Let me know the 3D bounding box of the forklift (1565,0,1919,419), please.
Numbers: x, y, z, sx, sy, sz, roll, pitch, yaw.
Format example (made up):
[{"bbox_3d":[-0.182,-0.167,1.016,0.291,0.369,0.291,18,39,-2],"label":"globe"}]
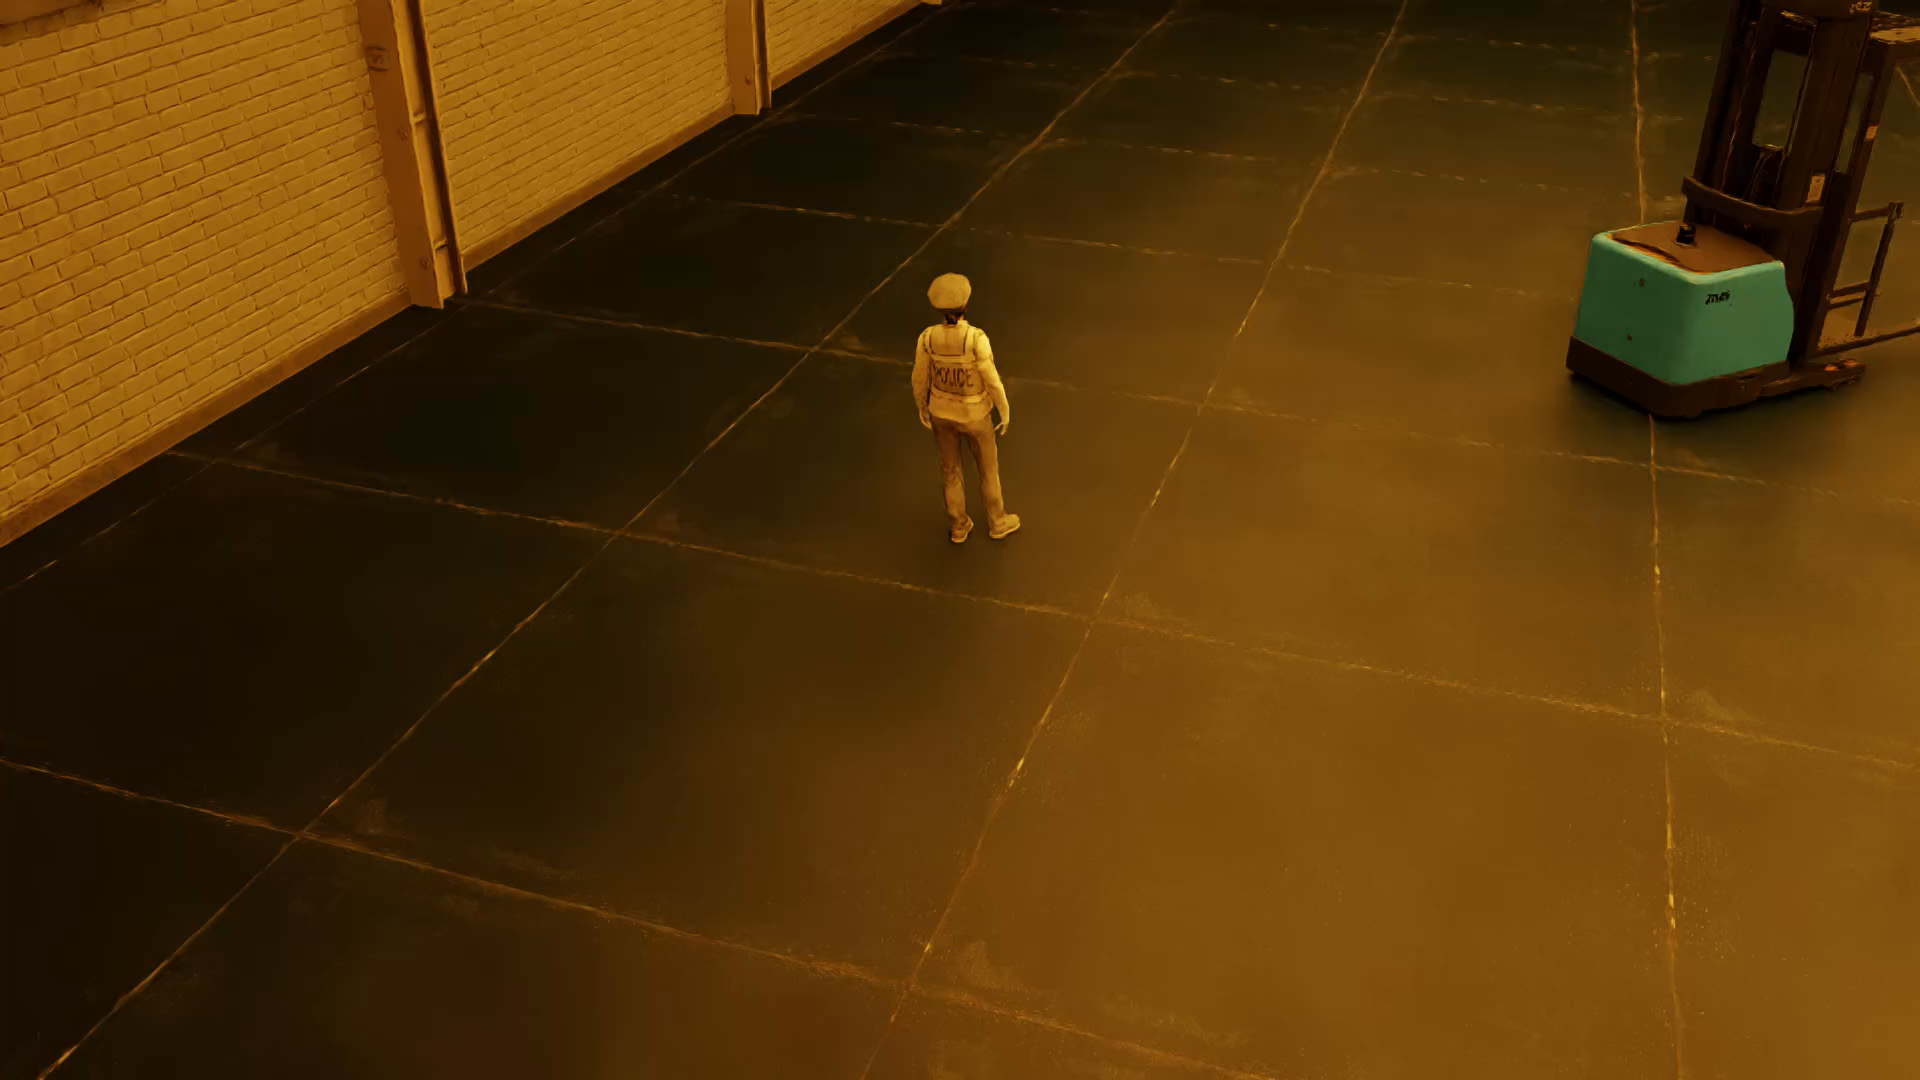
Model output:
[{"bbox_3d":[6.001,-2.593,11.685,3.031,2.935,1.130,-13,32,-22],"label":"forklift"}]

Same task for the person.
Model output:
[{"bbox_3d":[0.029,-0.773,9.726,0.586,1.695,0.532,10,31,16],"label":"person"}]
